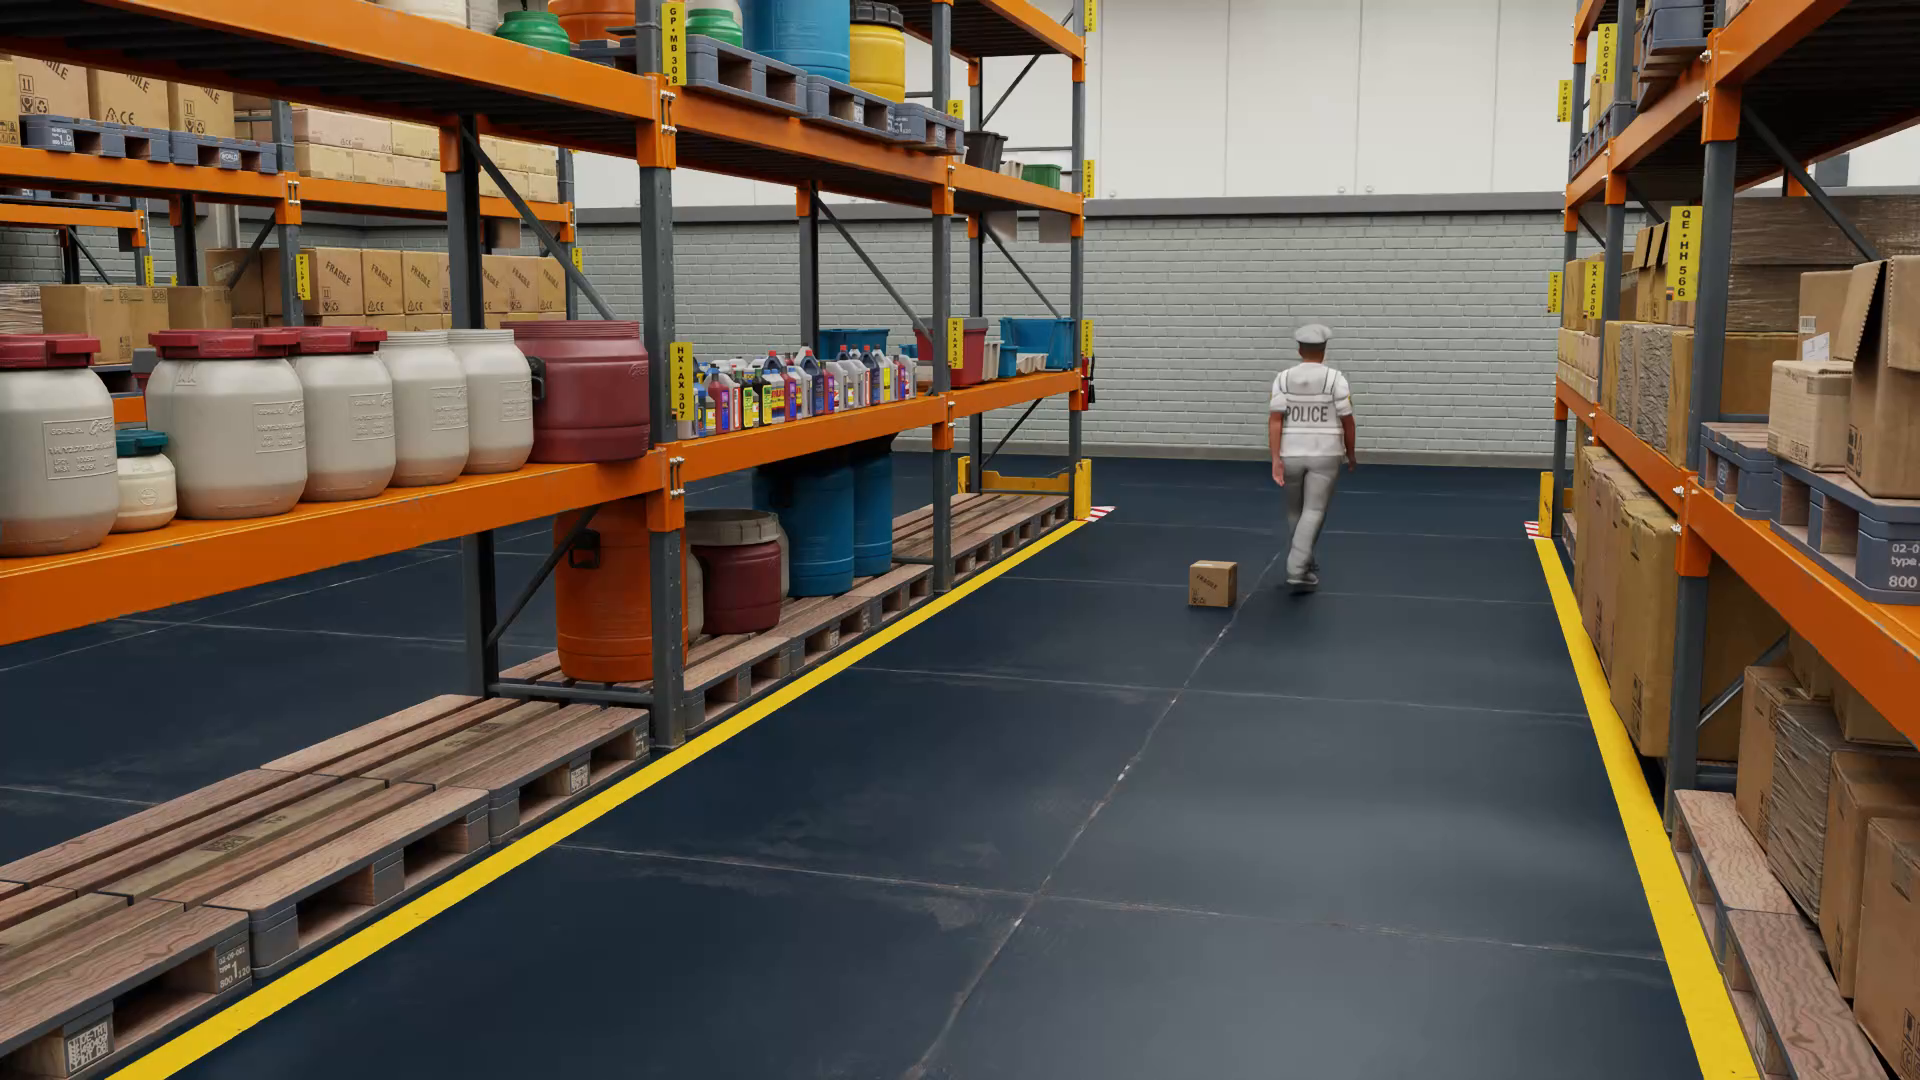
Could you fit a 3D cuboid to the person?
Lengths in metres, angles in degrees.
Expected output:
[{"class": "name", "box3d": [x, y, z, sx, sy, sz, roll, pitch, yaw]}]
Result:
[{"class": "person", "box3d": [2.389, -0.585, 11.171, 0.531, 1.724, 1.007, 5, 10, 30]}]
